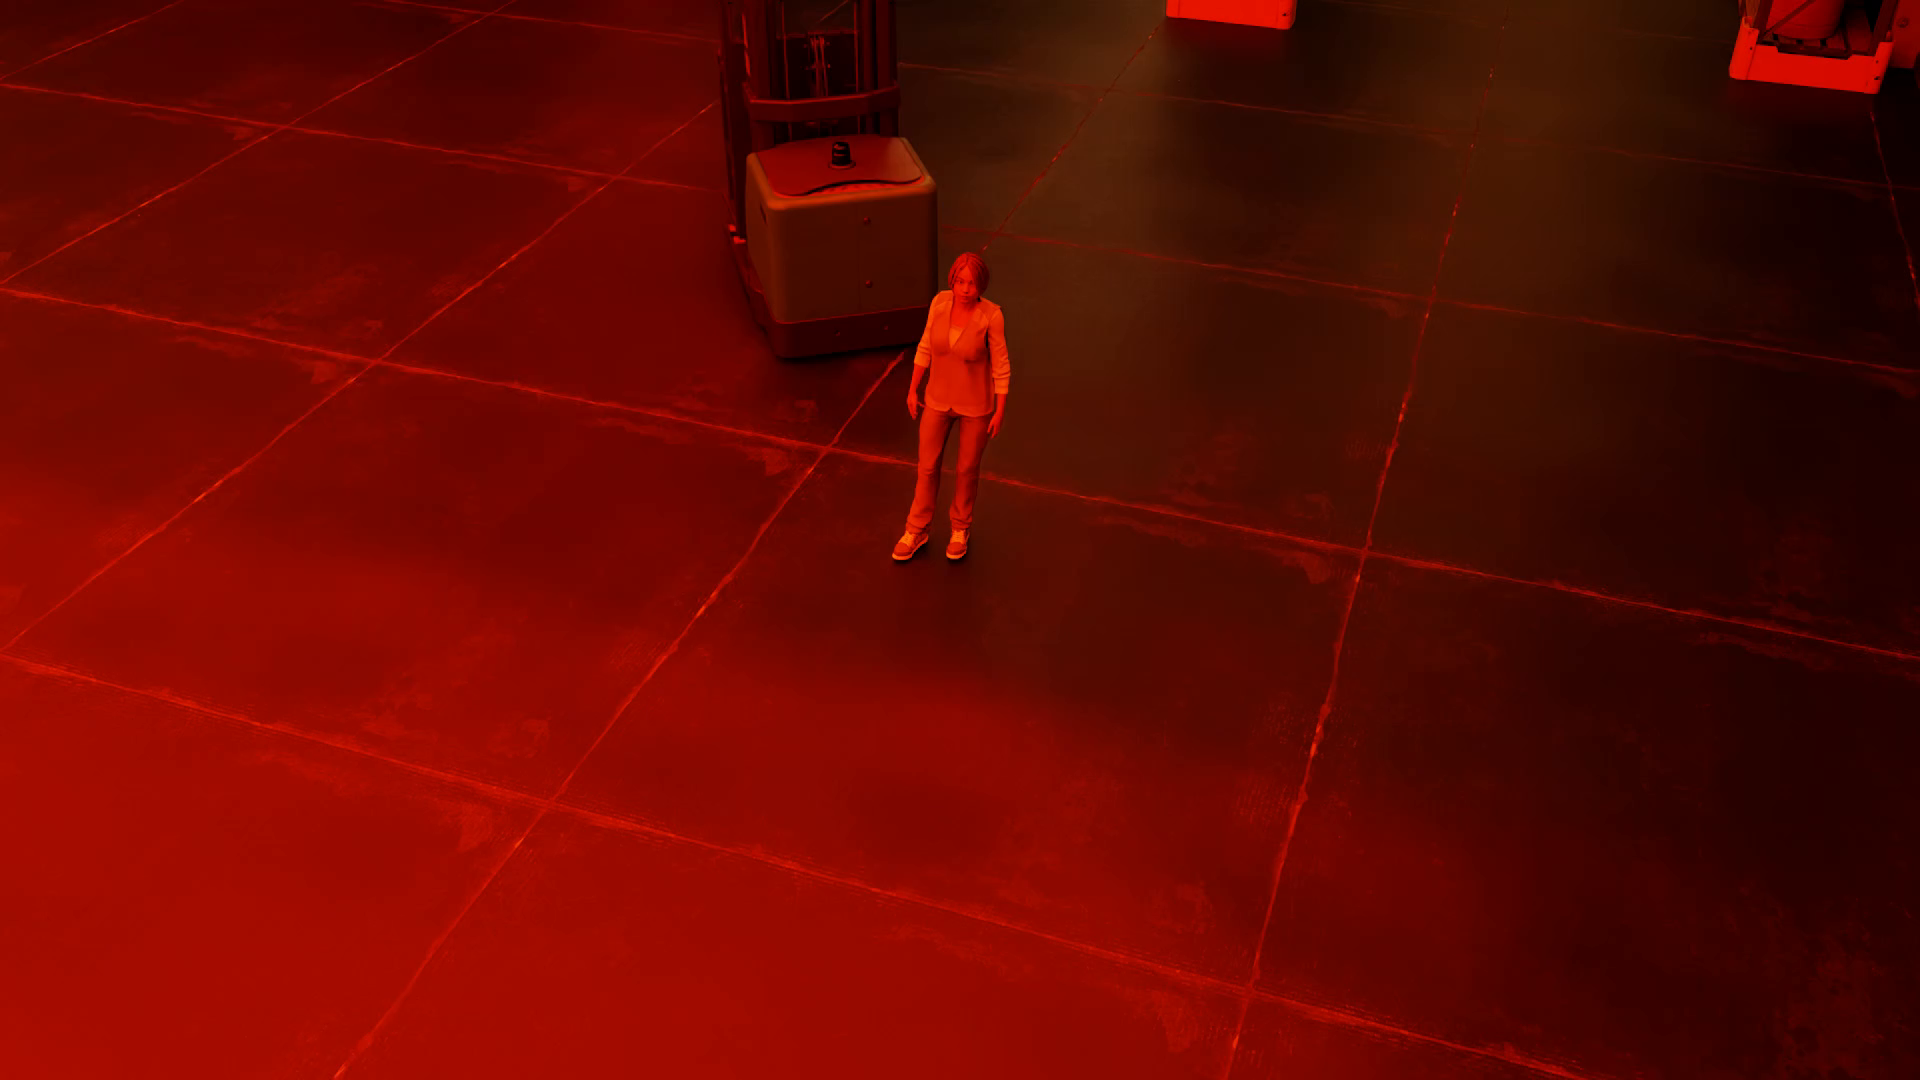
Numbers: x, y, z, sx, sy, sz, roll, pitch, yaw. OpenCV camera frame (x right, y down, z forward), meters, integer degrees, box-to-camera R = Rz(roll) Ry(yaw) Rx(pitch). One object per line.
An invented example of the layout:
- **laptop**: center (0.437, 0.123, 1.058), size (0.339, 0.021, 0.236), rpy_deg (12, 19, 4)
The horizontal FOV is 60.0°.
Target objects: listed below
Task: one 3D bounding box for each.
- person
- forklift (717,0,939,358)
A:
- **person**: center (-0.038, -0.619, 8.125), size (0.521, 1.599, 0.473), rpy_deg (12, 37, 16)
- **forklift**: center (-0.999, -3.148, 10.552), size (1.130, 2.935, 3.031), rpy_deg (-9, 36, -12)
